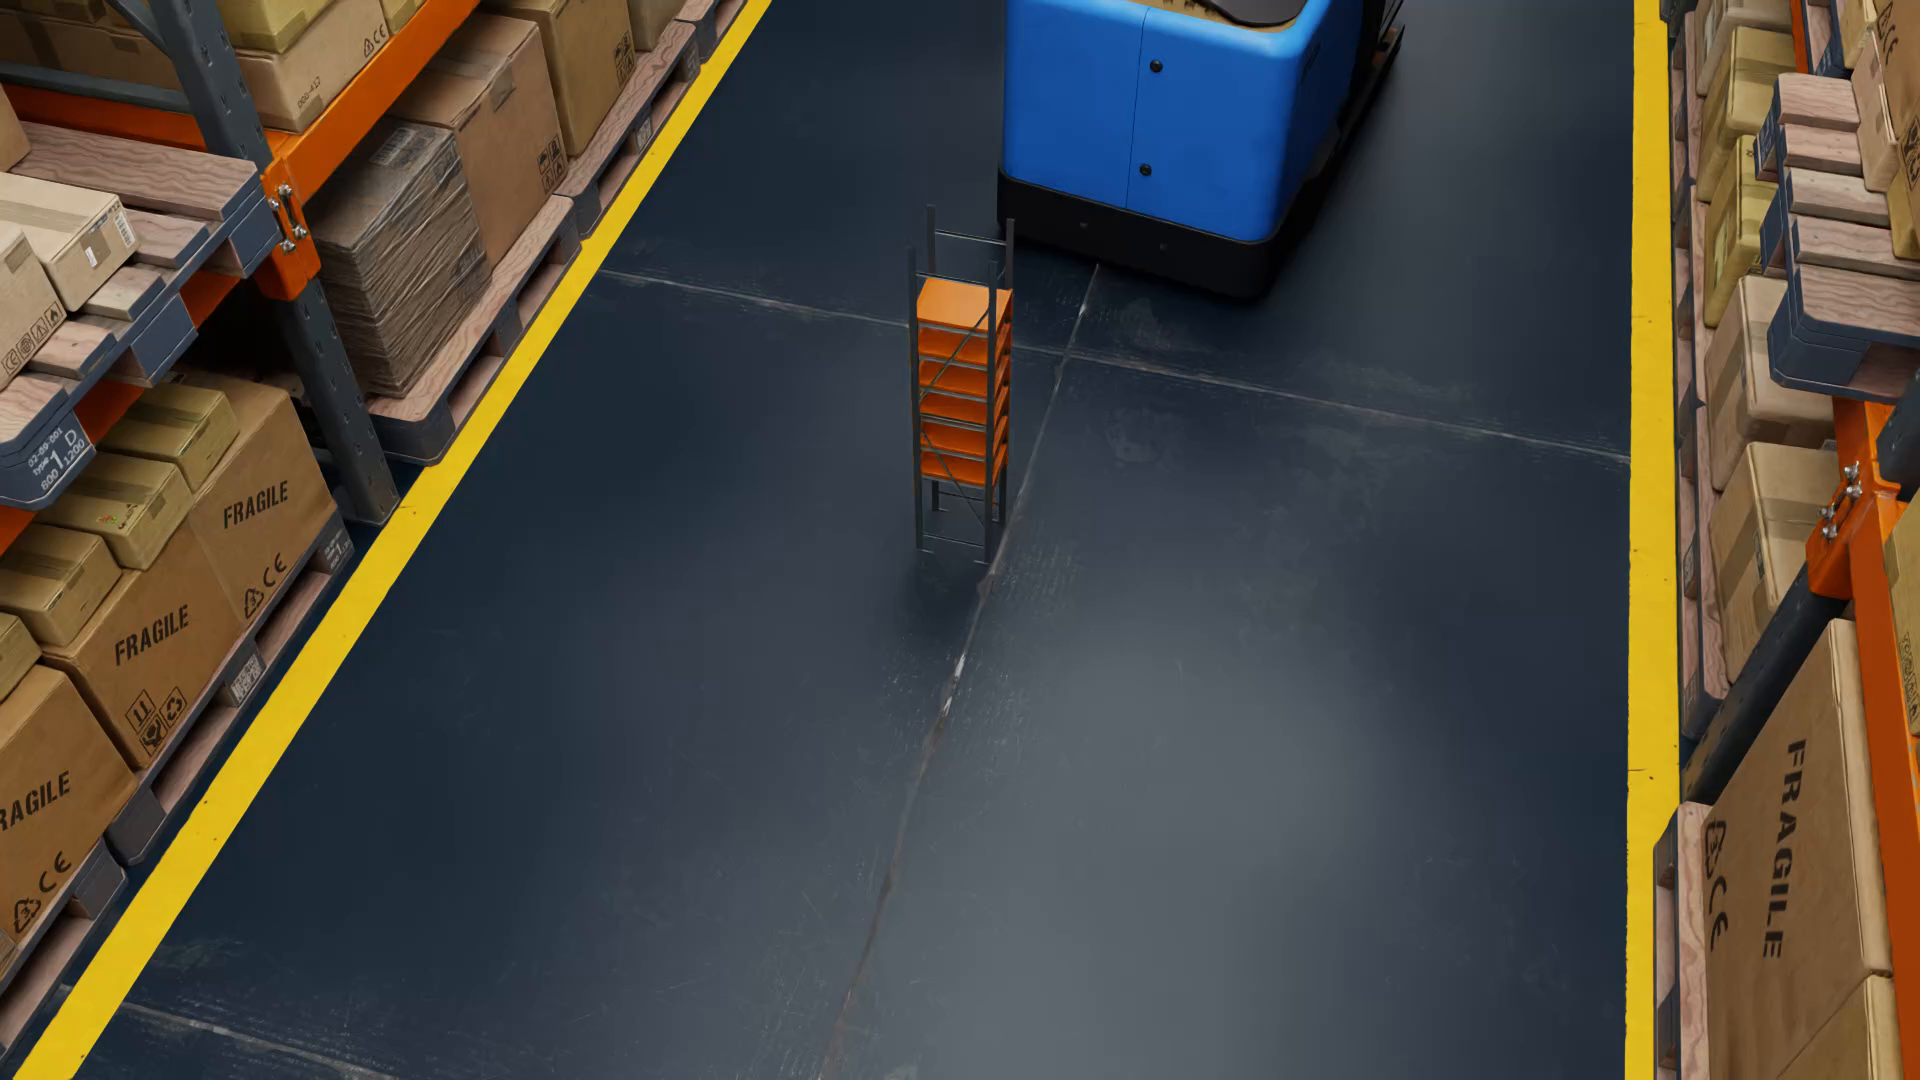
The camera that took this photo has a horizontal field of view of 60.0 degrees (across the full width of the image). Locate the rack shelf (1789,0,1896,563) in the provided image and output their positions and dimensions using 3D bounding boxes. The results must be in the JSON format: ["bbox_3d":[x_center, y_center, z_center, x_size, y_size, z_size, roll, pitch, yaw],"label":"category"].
[{"bbox_3d":[3.018,-1.404,4.969,1.077,0.370,4.000,12,50,10],"label":"rack shelf"}]

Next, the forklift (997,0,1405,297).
[{"bbox_3d":[1.210,-2.955,5.903,1.130,2.935,3.031,19,51,16],"label":"forklift"}]

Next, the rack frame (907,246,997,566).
[{"bbox_3d":[-0.020,-0.341,4.751,0.240,1.200,0.006,12,50,10],"label":"rack frame"}]

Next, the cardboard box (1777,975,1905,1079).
[{"bbox_3d":[1.991,1.496,3.066,0.875,0.875,0.875,12,50,10],"label":"cardboard box"}]

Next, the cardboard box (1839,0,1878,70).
[{"bbox_3d":[2.508,-1.317,4.299,0.380,0.149,0.250,12,50,11],"label":"cardboard box"}]

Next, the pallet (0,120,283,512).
[{"bbox_3d":[-2.408,-0.605,3.911,1.213,0.211,1.003,12,50,10],"label":"pallet"}]

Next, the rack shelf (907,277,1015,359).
[{"bbox_3d":[0.004,-0.616,4.573,0.258,0.103,0.180,12,50,10],"label":"rack shelf"}]

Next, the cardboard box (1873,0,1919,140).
[{"bbox_3d":[2.469,-1.226,3.786,0.500,0.500,0.500,11,49,9],"label":"cardboard box"}]

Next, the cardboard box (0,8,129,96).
[{"bbox_3d":[-2.426,-1.499,4.672,0.500,0.250,0.500,11,49,9],"label":"cardboard box"}]

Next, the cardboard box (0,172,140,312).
[{"bbox_3d":[-2.100,-0.678,3.735,0.380,0.149,0.250,12,50,11],"label":"cardboard box"}]

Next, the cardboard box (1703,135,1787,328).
[{"bbox_3d":[3.042,-0.955,5.565,0.950,0.372,0.625,13,50,11],"label":"cardboard box"}]

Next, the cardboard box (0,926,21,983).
[{"bbox_3d":[-2.597,0.982,3.770,0.500,0.500,0.500,10,49,9],"label":"cardboard box"}]

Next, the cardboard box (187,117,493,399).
[{"bbox_3d":[-2.120,-0.974,5.413,0.875,0.625,0.625,13,50,11],"label":"cardboard box"}]

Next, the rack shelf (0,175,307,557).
[{"bbox_3d":[-2.824,0.512,3.277,1.077,0.370,4.000,12,50,10],"label":"rack shelf"}]

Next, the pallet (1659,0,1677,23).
[{"bbox_3d":[3.687,-2.659,7.456,1.003,0.211,1.213,12,50,10],"label":"pallet"}]

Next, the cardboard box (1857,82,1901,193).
[{"bbox_3d":[2.375,-0.934,3.962,0.380,0.149,0.250,11,50,10],"label":"cardboard box"}]

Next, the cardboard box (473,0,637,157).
[{"bbox_3d":[-1.779,-1.936,6.261,0.875,0.625,0.625,10,49,8],"label":"cardboard box"}]

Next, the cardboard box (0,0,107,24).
[{"bbox_3d":[-2.448,-1.668,4.488,0.500,0.250,0.500,13,50,11],"label":"cardboard box"}]

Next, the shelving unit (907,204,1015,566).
[{"bbox_3d":[0.004,-0.407,4.809,0.258,1.200,0.189,12,50,10],"label":"shelving unit"}]

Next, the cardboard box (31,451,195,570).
[{"bbox_3d":[-2.225,-0.088,4.282,0.380,0.149,0.250,9,49,8],"label":"cardboard box"}]

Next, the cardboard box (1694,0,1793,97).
[{"bbox_3d":[3.409,-1.979,6.468,0.950,0.372,0.625,12,50,11],"label":"cardboard box"}]

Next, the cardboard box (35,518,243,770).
[{"bbox_3d":[-2.343,0.224,4.439,0.500,0.500,0.500,11,49,9],"label":"cardboard box"}]

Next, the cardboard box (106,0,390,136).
[{"bbox_3d":[-1.945,-1.396,4.581,0.500,0.250,0.500,12,50,10],"label":"cardboard box"}]

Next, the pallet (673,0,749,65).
[{"bbox_3d":[-1.401,-2.603,7.406,1.003,0.211,1.213,12,50,10],"label":"pallet"}]

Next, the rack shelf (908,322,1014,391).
[{"bbox_3d":[0.004,-0.537,4.663,0.258,0.103,0.180,12,50,10],"label":"rack shelf"}]

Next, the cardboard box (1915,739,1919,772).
[{"bbox_3d":[2.002,0.533,2.879,0.500,0.250,0.500,10,49,9],"label":"cardboard box"}]

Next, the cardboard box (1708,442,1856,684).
[{"bbox_3d":[2.650,0.128,4.609,0.950,0.372,0.625,9,49,7],"label":"cardboard box"}]

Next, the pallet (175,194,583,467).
[{"bbox_3d":[-2.043,-0.838,5.849,1.003,0.211,1.213,12,50,10],"label":"pallet"}]

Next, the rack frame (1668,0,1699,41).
[{"bbox_3d":[3.545,-3.089,5.976,1.000,3.000,0.127,12,50,10],"label":"rack frame"}]

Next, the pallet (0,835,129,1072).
[{"bbox_3d":[-2.854,1.162,4.083,1.003,0.211,1.213,12,50,10],"label":"pallet"}]

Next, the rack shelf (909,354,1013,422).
[{"bbox_3d":[0.004,-0.457,4.753,0.258,0.103,0.180,12,50,10],"label":"rack shelf"}]

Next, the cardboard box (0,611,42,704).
[{"bbox_3d":[-2.450,0.275,3.961,0.380,0.149,0.250,13,50,11],"label":"cardboard box"}]

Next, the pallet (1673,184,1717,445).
[{"bbox_3d":[3.022,-0.718,5.743,1.003,0.211,1.213,12,50,10],"label":"pallet"}]

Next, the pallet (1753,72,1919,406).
[{"bbox_3d":[2.577,-0.669,3.968,1.213,0.211,1.003,12,50,10],"label":"pallet"}]
